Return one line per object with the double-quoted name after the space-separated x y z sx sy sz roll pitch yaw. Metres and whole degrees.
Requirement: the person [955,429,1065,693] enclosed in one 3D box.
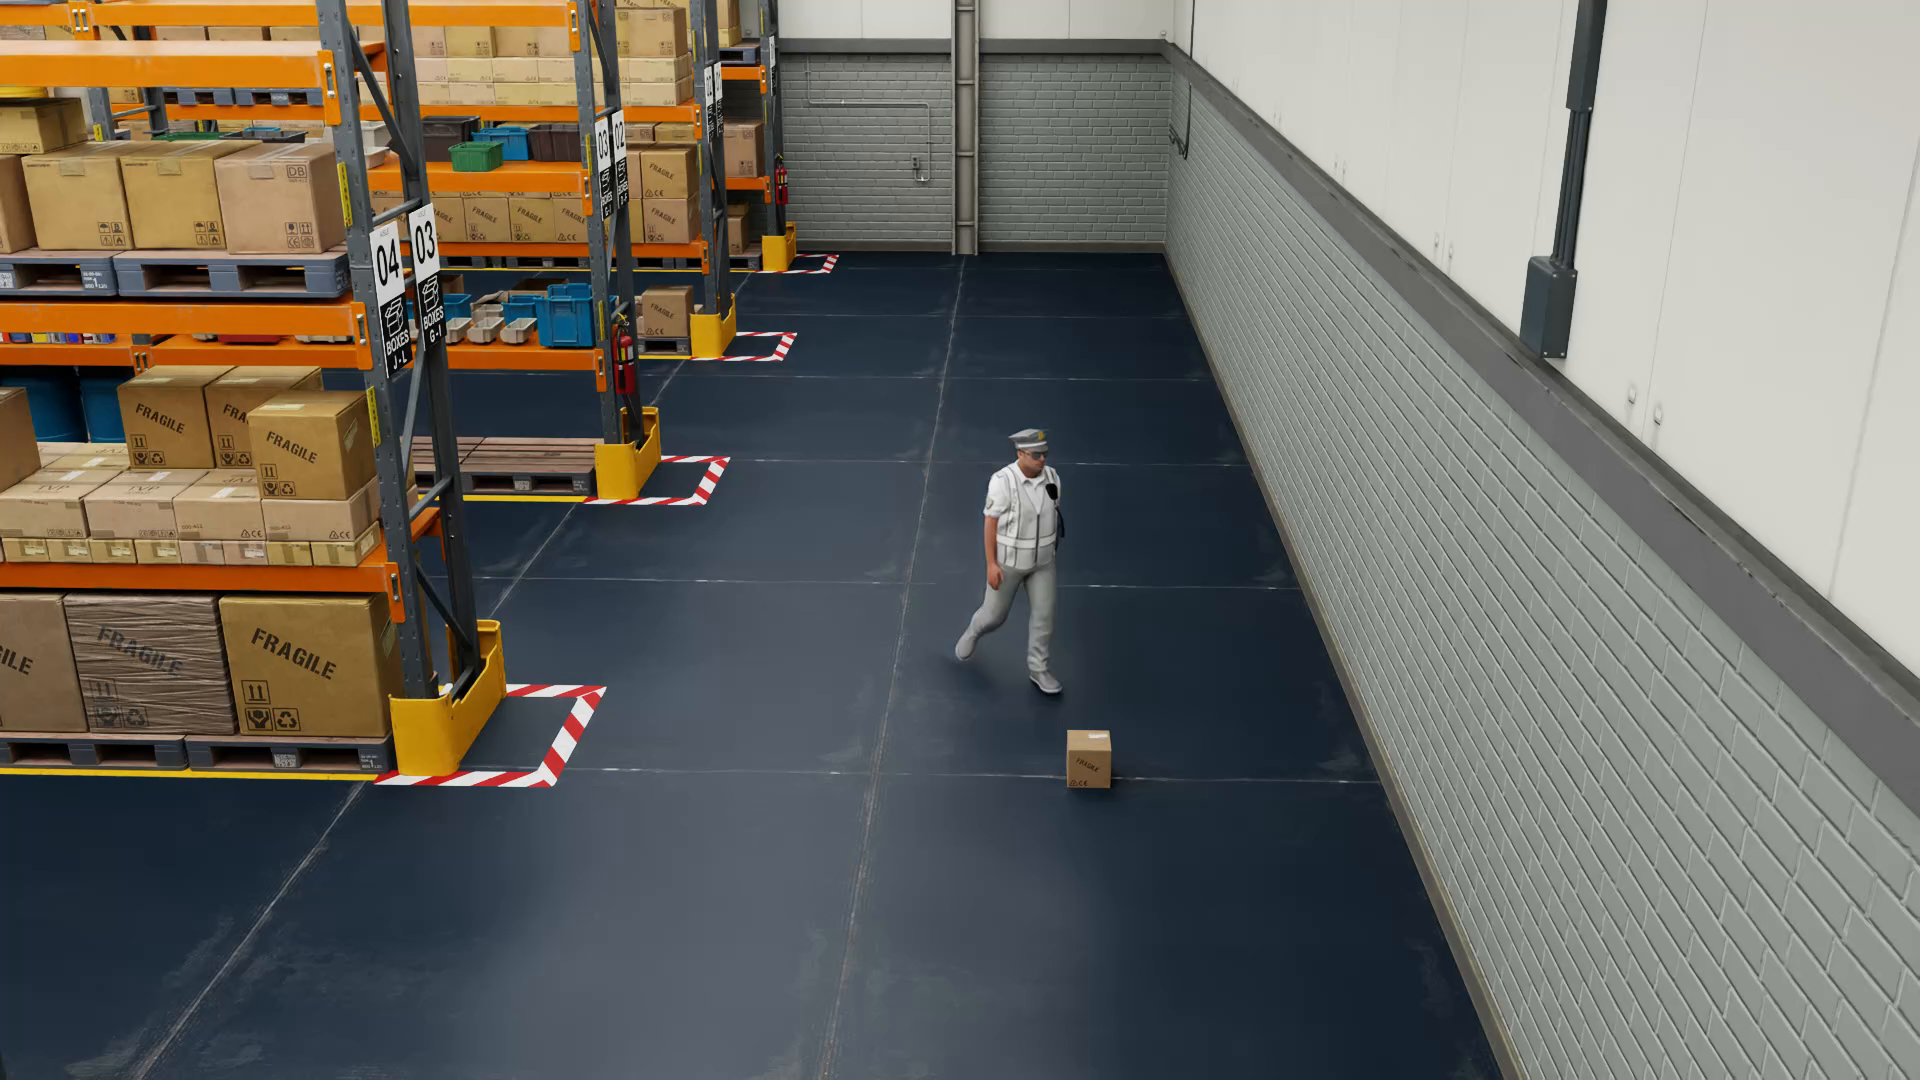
0.351 0.081 10.785 0.586 1.750 0.810 -9 22 -23 "person"
